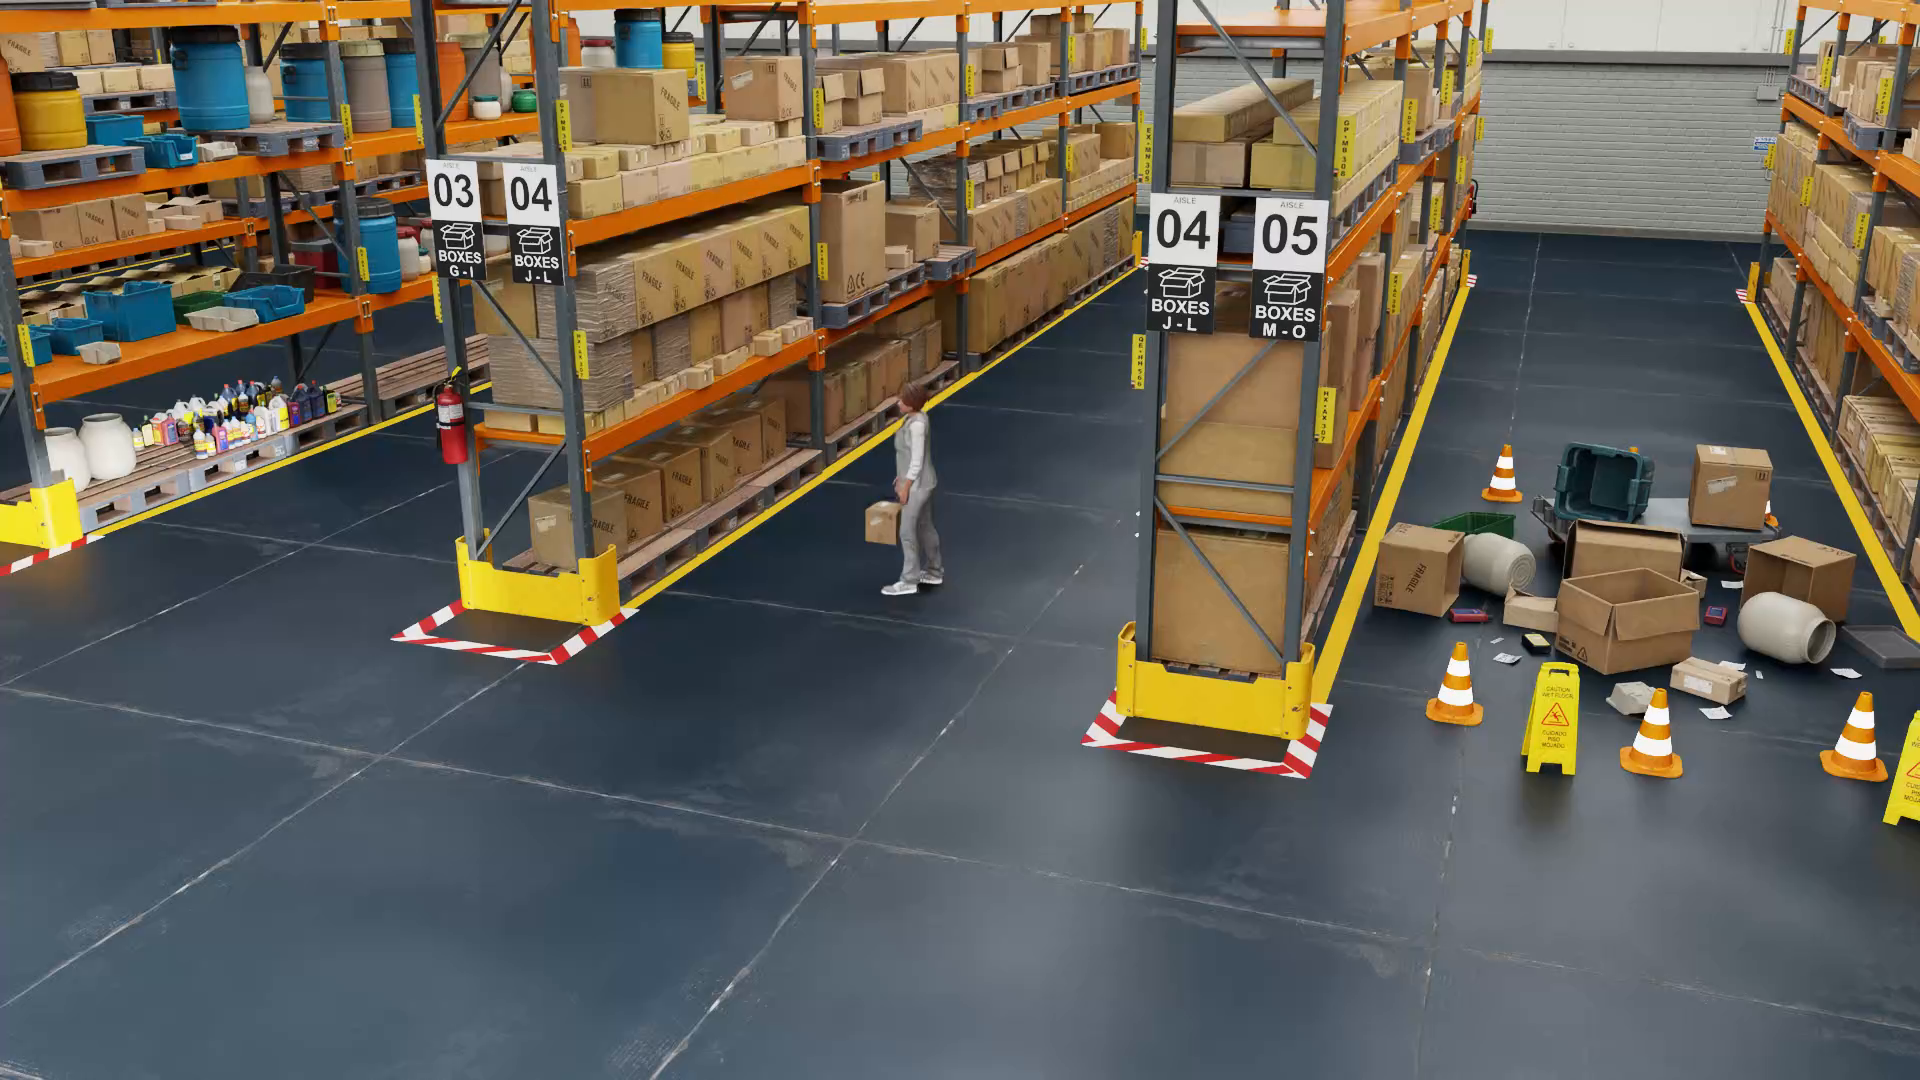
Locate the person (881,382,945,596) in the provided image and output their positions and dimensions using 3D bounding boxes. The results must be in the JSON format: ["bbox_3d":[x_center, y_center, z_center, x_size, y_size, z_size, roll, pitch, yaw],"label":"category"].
[{"bbox_3d":[-0.359,-0.386,12.190,0.449,1.600,0.439,0,19,0],"label":"person"}]
